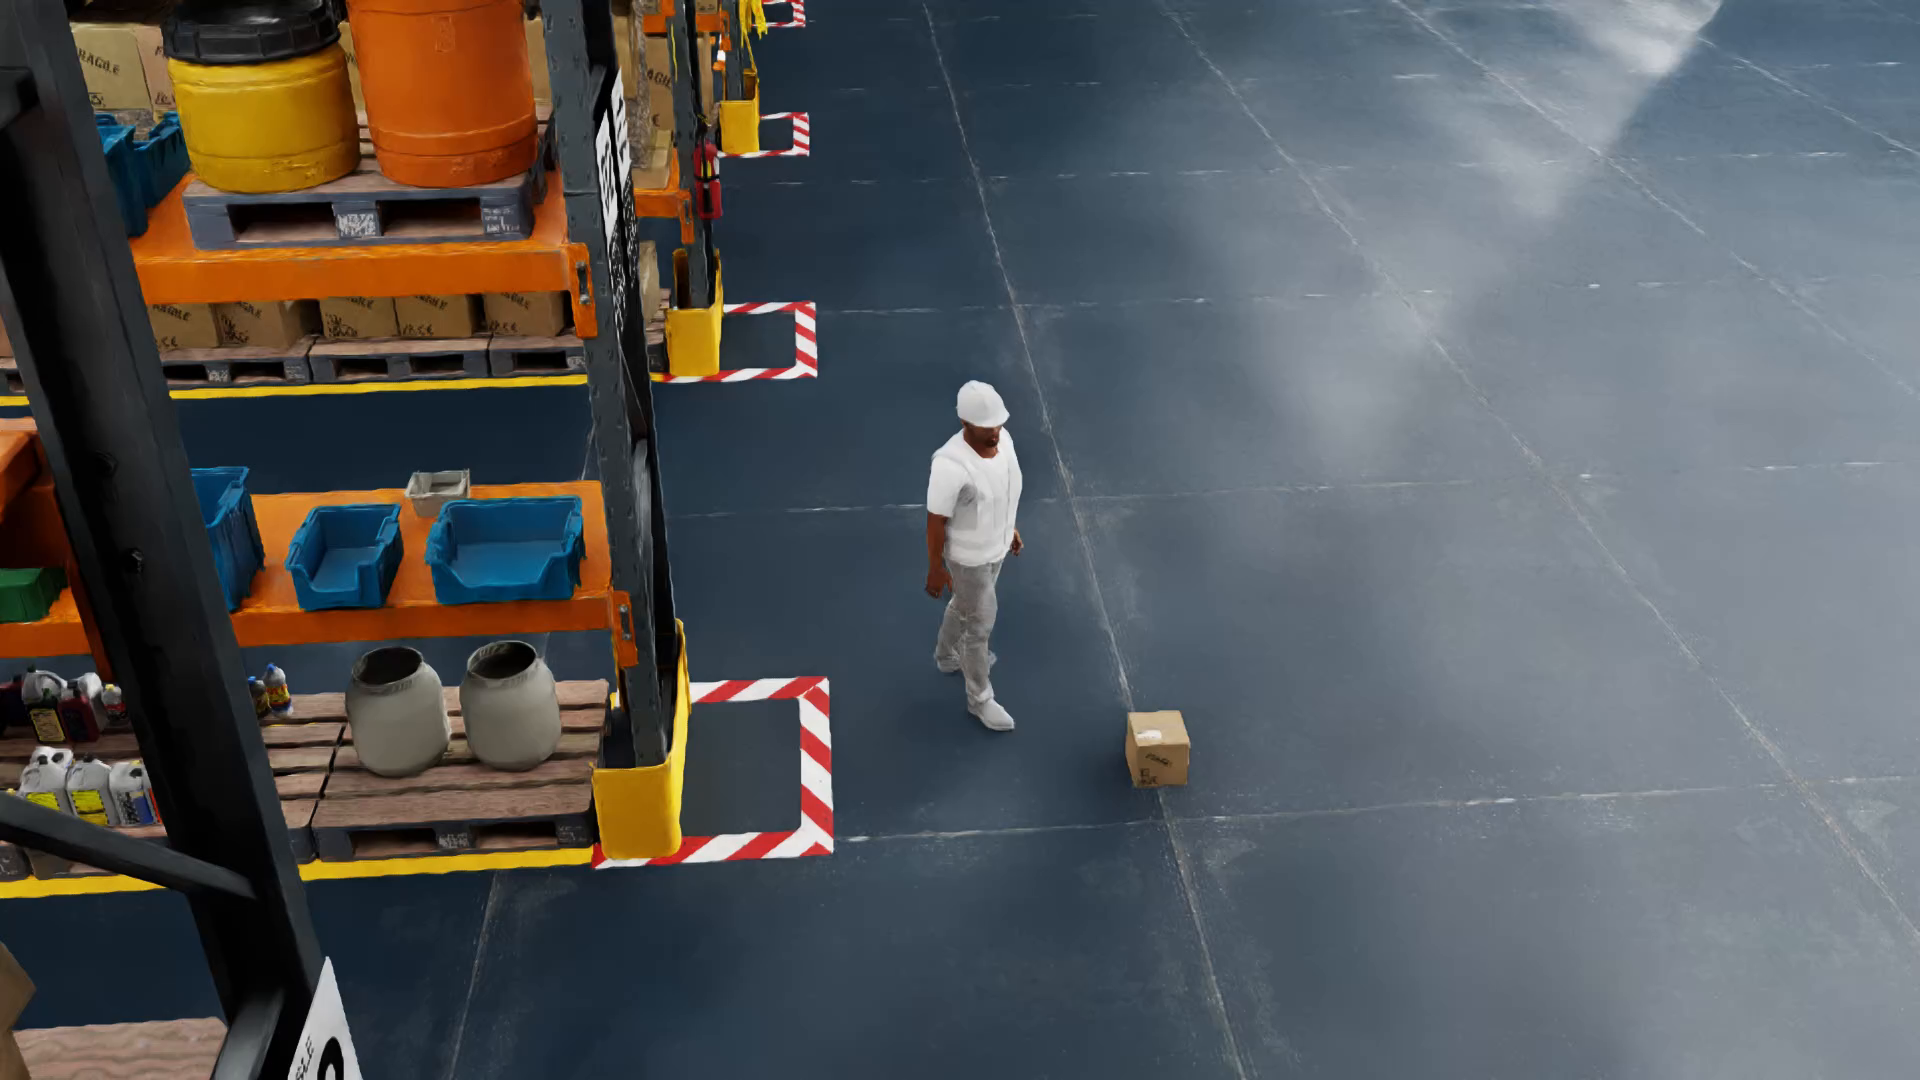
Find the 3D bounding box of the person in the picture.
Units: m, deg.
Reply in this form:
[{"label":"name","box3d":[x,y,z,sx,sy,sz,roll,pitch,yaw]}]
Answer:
[{"label":"person","box3d":[0.087,0.031,7.954,0.582,1.771,0.591,15,34,23]}]
